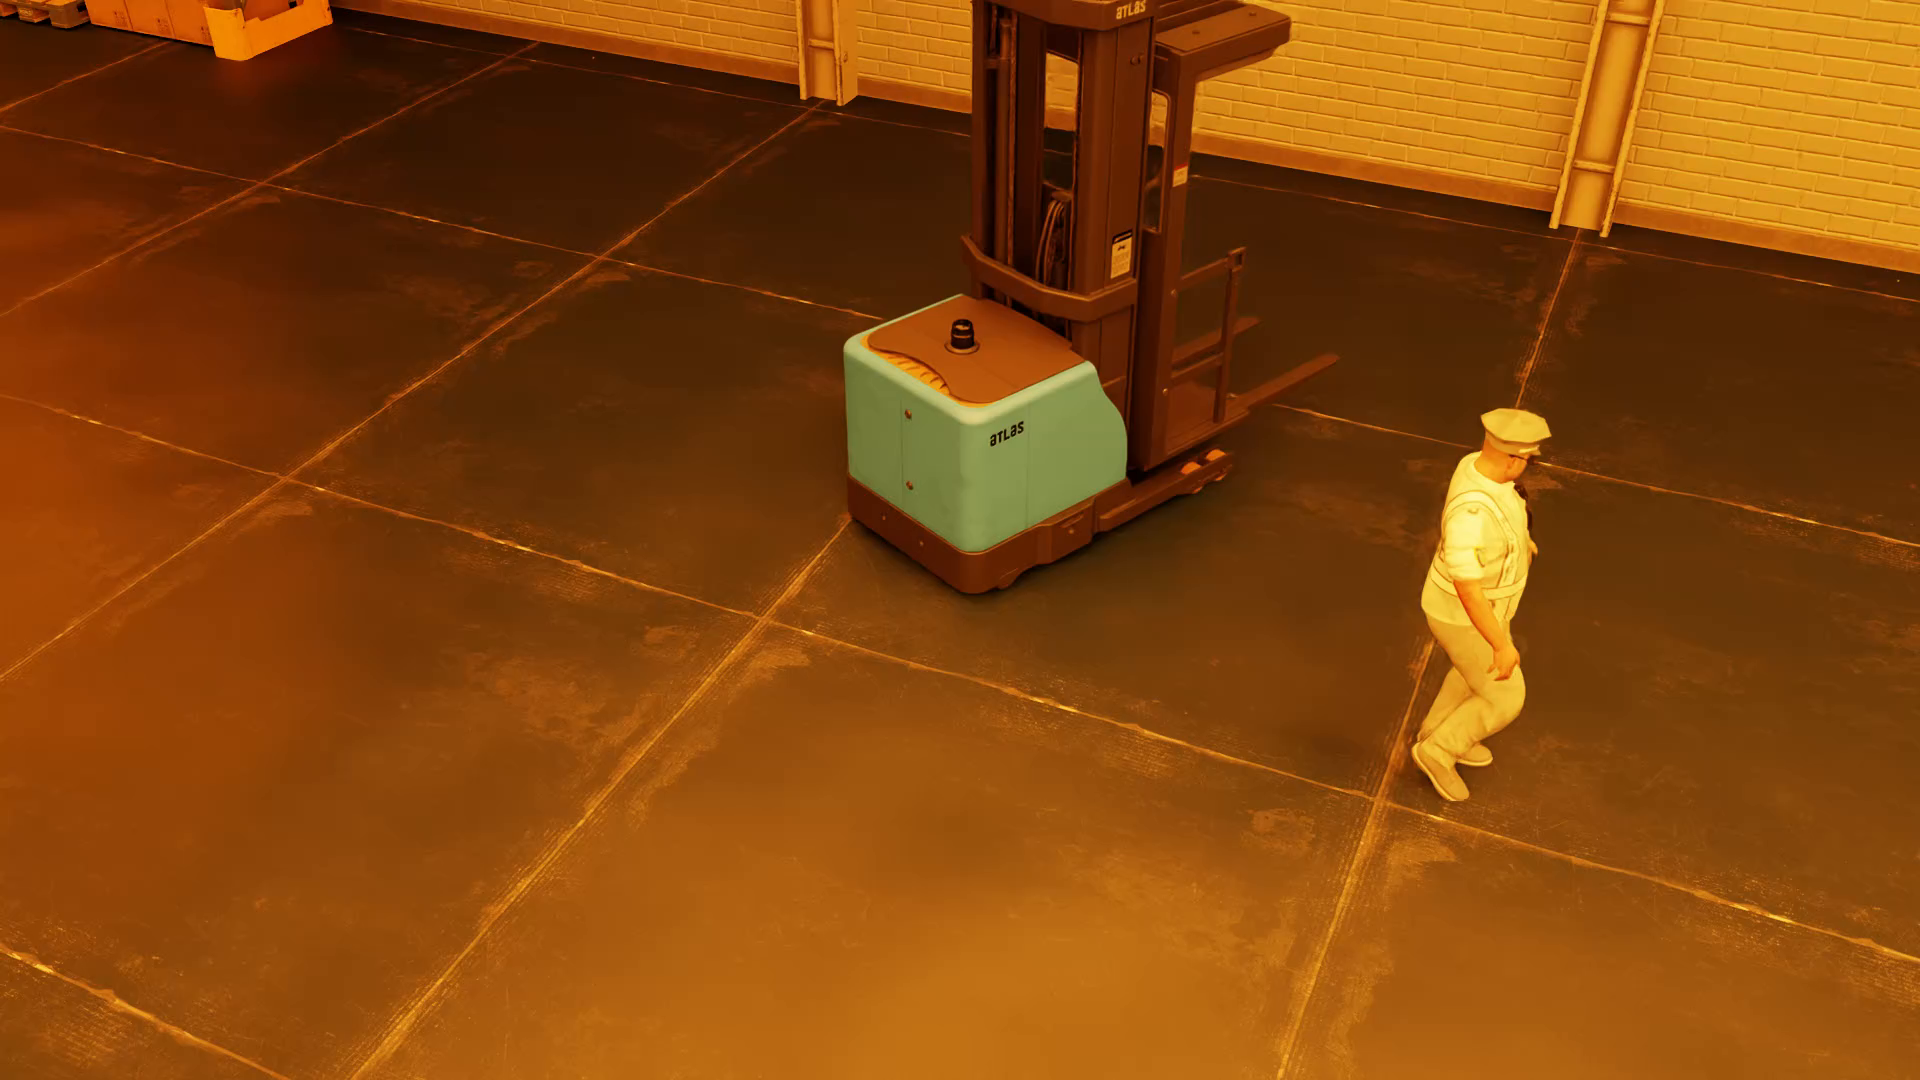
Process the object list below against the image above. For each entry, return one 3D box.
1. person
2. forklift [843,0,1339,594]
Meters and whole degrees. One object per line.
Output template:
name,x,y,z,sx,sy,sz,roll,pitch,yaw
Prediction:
person,2.150,0.256,6.806,0.491,1.756,0.823,15,38,20
forklift,0.857,-1.651,8.401,3.031,2.935,1.130,-27,43,-32
